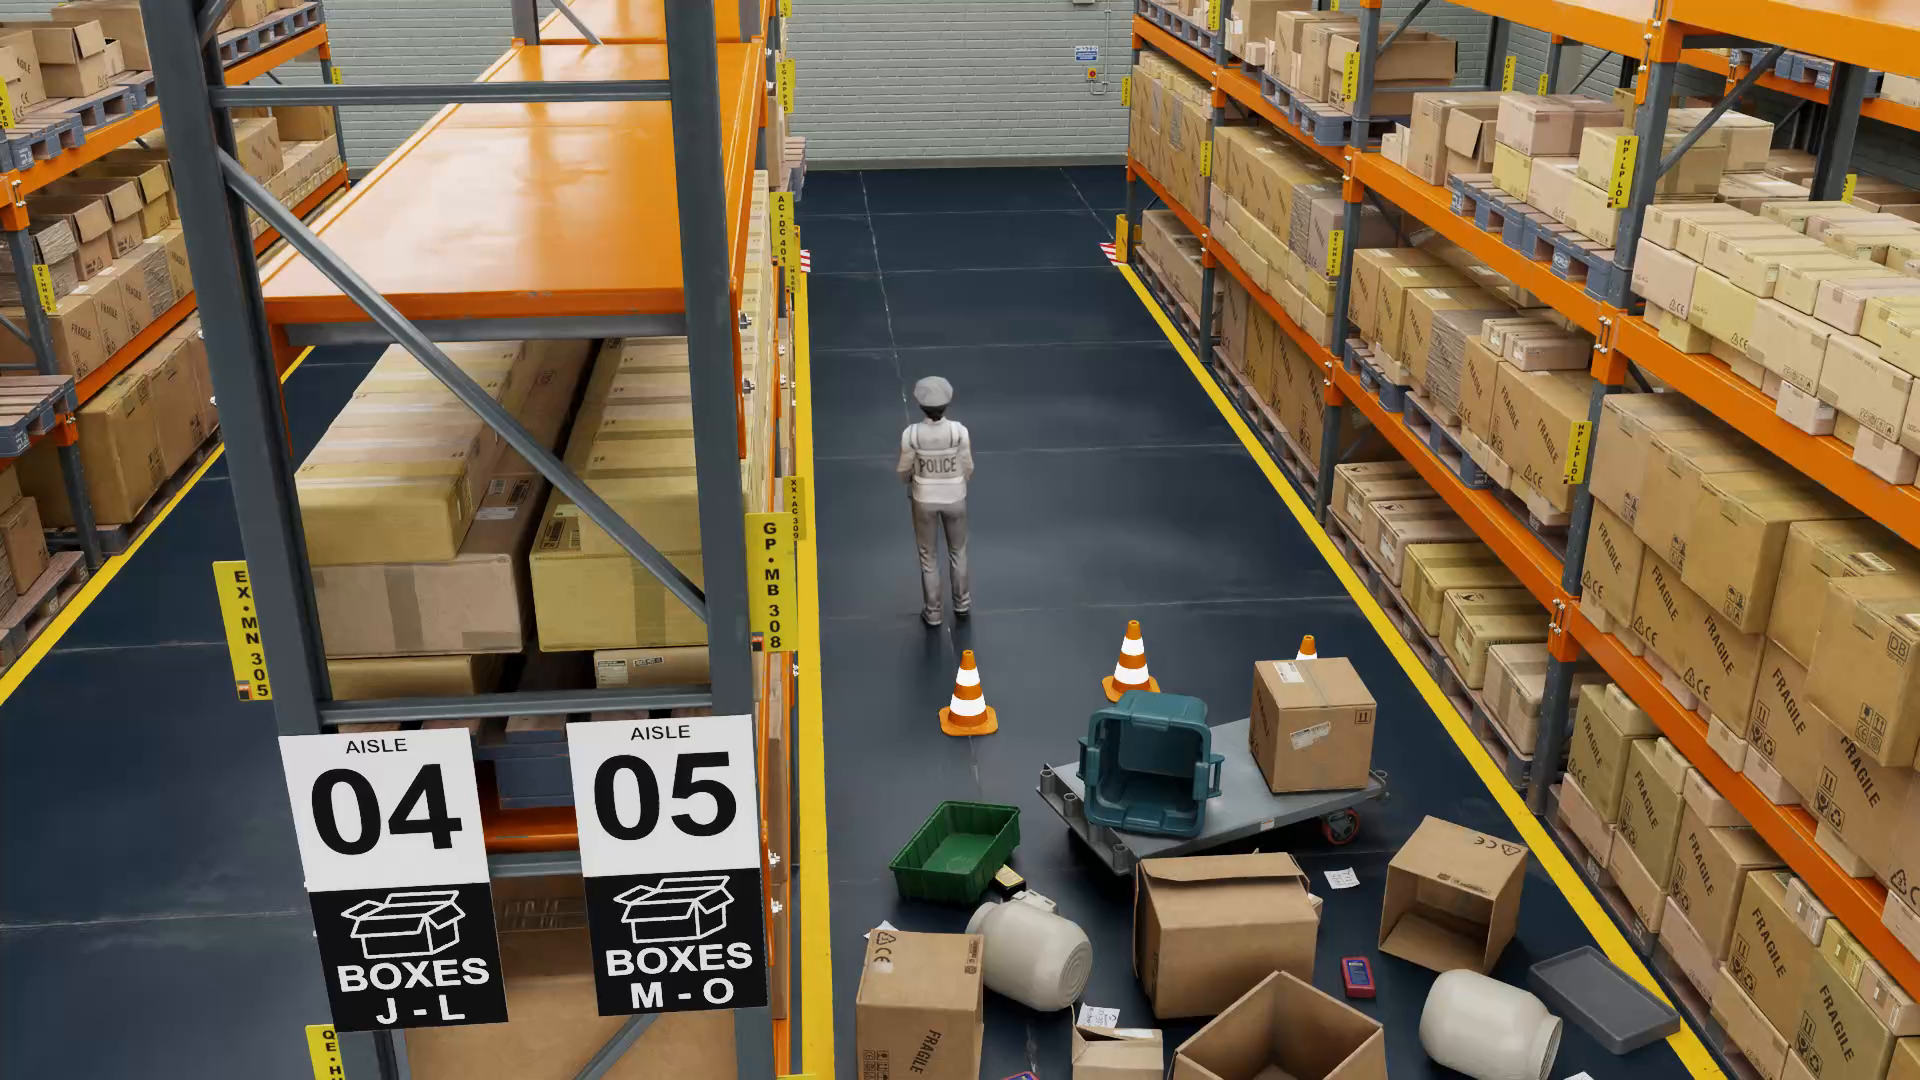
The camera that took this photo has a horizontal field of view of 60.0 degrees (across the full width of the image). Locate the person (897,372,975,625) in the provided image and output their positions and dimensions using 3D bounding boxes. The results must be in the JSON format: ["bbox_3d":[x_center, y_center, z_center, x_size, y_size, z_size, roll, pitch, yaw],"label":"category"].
[{"bbox_3d":[-0.162,-0.309,10.945,0.506,1.691,0.557,-1,24,-3],"label":"person"}]
